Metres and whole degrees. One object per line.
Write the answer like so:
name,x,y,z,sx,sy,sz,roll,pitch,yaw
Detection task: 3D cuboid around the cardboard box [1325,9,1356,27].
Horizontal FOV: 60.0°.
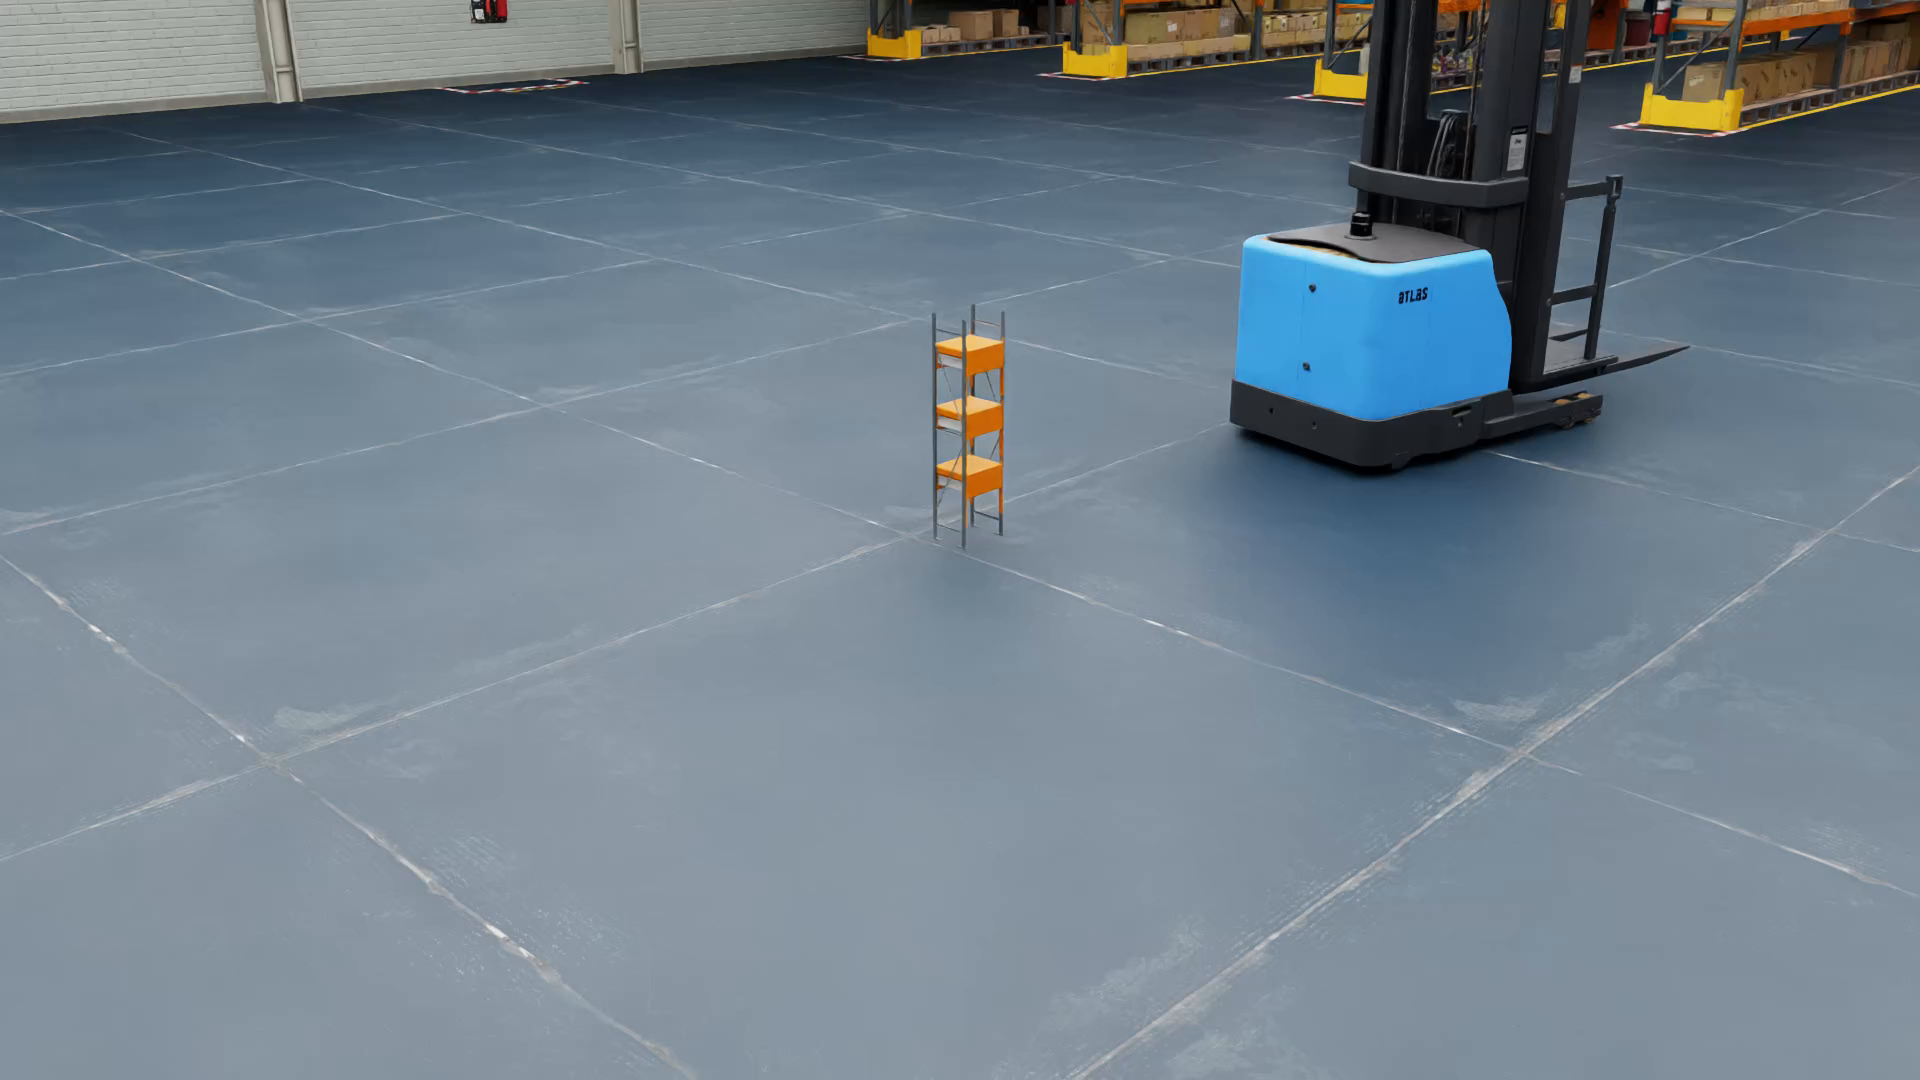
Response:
cardboard box,7.301,-10.112,32.168,0.500,0.311,0.500,19,28,40

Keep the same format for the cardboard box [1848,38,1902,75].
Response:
cardboard box,14.112,-7.504,25.789,0.700,0.500,0.500,16,26,36

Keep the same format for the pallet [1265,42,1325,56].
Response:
pallet,6.395,-9.454,31.876,1.003,0.211,1.213,19,28,41

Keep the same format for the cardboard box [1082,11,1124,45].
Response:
cardboard box,2.428,-8.688,28.198,0.500,0.500,0.500,19,28,41

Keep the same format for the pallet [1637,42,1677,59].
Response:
pallet,12.765,-9.252,31.351,1.003,0.211,1.213,19,28,41

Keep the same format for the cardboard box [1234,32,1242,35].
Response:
cardboard box,5.139,-9.333,30.922,0.500,0.250,0.500,19,28,40

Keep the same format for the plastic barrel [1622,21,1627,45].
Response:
plastic barrel,12.053,-9.361,30.630,0.421,0.512,0.421,0,21,0

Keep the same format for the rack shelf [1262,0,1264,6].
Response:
rack shelf,6.453,-10.419,31.504,1.077,0.370,4.000,19,28,41

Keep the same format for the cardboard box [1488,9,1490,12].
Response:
cardboard box,11.945,-11.822,37.017,0.797,0.503,0.637,19,28,41

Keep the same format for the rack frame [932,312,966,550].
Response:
rack frame,-0.048,-0.472,7.340,0.200,1.050,0.008,19,28,41

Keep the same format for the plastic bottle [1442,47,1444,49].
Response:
plastic bottle,7.862,-7.872,27.058,0.135,0.276,0.152,-19,28,-40

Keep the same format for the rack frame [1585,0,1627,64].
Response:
rack frame,11.394,-10.028,29.485,1.000,3.000,0.127,19,28,41

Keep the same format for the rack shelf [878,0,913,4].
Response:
rack shelf,0.110,-10.630,32.052,1.077,0.370,4.000,19,28,41

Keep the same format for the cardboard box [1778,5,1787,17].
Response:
cardboard box,10.599,-6.952,21.830,0.380,0.149,0.250,19,28,41

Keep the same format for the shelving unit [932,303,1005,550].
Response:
shelving unit,0.037,-0.504,7.422,0.215,1.050,0.252,19,28,41

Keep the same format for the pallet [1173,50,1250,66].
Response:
pallet,4.473,-8.745,30.033,1.003,0.211,1.213,19,28,41

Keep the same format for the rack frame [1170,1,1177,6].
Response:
rack frame,4.296,-12.508,35.936,1.000,3.000,0.127,19,28,41

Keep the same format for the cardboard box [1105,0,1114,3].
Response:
cardboard box,3.033,-11.434,34.968,0.500,0.250,0.500,19,28,40

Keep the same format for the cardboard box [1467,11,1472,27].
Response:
cardboard box,10.499,-11.137,35.241,0.500,0.500,0.500,19,28,40

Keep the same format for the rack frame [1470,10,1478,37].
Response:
rack frame,10.638,-12.297,35.388,1.000,3.000,0.127,19,28,41

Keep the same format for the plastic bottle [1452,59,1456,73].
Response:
plastic bottle,7.680,-7.398,25.930,0.097,0.201,0.097,0,21,0

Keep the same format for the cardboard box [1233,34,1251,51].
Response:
cardboard box,4.891,-8.980,30.003,0.500,0.250,0.500,19,28,41

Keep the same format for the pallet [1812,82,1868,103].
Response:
pallet,12.695,-6.659,24.606,1.003,0.211,1.213,19,28,41

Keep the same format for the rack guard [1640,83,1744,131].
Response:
rack guard,9.415,-5.585,21.409,1.175,0.500,0.348,19,28,41

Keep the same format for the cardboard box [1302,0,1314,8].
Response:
cardboard box,8.034,-12.860,39.751,0.700,0.500,0.500,19,28,40

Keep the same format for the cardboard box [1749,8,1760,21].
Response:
cardboard box,9.920,-6.688,21.144,0.380,0.149,0.250,19,28,41

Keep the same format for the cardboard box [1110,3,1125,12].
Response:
cardboard box,3.062,-11.110,35.170,0.700,0.500,0.500,19,28,40

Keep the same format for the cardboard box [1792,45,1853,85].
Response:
cardboard box,12.596,-6.952,24.351,0.700,0.500,0.500,17,27,37

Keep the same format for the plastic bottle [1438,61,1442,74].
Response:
plastic bottle,7.374,-7.286,25.636,0.097,0.201,0.097,0,21,0

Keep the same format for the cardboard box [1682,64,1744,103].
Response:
cardboard box,9.810,-5.918,21.689,0.500,0.500,0.500,-14,25,-32

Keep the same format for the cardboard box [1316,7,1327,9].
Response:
cardboard box,7.272,-10.382,32.871,0.500,0.311,0.500,-19,28,-40

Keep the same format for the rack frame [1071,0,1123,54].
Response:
rack frame,2.267,-9.213,27.362,1.000,3.000,0.127,19,28,41

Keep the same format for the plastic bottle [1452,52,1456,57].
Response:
plastic bottle,7.809,-7.553,26.218,0.061,0.283,0.133,19,28,41

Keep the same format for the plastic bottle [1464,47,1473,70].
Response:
plastic bottle,8.002,-7.599,26.243,0.144,0.351,0.185,19,28,40

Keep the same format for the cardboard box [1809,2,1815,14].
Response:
cardboard box,11.306,-7.206,22.491,0.380,0.149,0.250,19,28,41

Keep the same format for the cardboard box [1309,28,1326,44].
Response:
cardboard box,6.589,-9.591,31.593,0.500,0.250,0.500,-20,28,-41

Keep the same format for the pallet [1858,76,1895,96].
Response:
pallet,13.546,-6.975,25.426,1.003,0.211,1.213,19,28,41

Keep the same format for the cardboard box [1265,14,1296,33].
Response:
cardboard box,5.877,-9.586,30.800,0.500,0.311,0.500,19,28,40

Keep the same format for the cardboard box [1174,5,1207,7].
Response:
cardboard box,4.166,-9.332,29.875,0.500,0.500,0.500,19,28,41

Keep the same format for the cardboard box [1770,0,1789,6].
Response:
cardboard box,10.408,-7.329,21.907,0.875,0.500,0.500,19,28,41

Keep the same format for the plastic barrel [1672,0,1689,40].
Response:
plastic barrel,13.793,-10.138,32.108,0.600,0.901,0.708,19,28,41

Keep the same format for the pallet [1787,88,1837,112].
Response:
pallet,11.709,-6.277,23.613,1.003,0.211,1.213,19,28,41

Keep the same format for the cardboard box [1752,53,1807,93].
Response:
cardboard box,11.451,-6.548,23.328,0.500,0.500,0.500,-11,23,-25

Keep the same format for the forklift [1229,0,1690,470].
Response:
forklift,2.967,-2.119,9.001,3.031,2.935,1.130,-14,25,-33

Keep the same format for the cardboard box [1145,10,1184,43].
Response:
cardboard box,3.488,-8.818,28.538,0.500,0.500,0.500,19,28,41

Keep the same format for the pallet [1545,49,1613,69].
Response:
pallet,10.826,-8.537,29.492,1.003,0.211,1.213,19,28,41

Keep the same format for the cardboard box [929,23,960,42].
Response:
cardboard box,-0.340,-9.704,31.774,0.500,0.311,0.500,-17,27,-38

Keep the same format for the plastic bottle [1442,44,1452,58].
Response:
plastic bottle,7.847,-7.829,26.842,0.144,0.351,0.185,19,28,41

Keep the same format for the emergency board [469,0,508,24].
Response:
emergency board,-7.353,-8.680,25.976,0.194,1.169,0.643,19,28,41

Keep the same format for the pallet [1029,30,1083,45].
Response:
pallet,2.048,-10.379,34.283,1.003,0.211,1.213,19,28,41

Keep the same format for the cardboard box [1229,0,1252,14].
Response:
cardboard box,6.108,-12.300,37.806,0.750,0.750,0.750,-19,28,-40

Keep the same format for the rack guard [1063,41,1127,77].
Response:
rack guard,2.250,-8.040,27.795,1.175,0.500,0.348,19,28,41

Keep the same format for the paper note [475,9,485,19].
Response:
paper note,-7.526,-8.241,26.061,0.016,0.148,0.142,19,28,41

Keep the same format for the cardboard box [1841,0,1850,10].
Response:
cardboard box,12.213,-7.514,23.294,0.380,0.149,0.250,19,28,41

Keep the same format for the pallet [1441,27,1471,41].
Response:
pallet,10.098,-10.777,35.320,1.003,0.211,1.213,19,28,41

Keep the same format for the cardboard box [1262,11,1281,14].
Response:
cardboard box,5.843,-9.854,31.497,0.500,0.311,0.500,19,28,40

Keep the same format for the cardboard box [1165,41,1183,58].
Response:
cardboard box,3.496,-8.465,28.665,0.500,0.250,0.500,19,28,41
